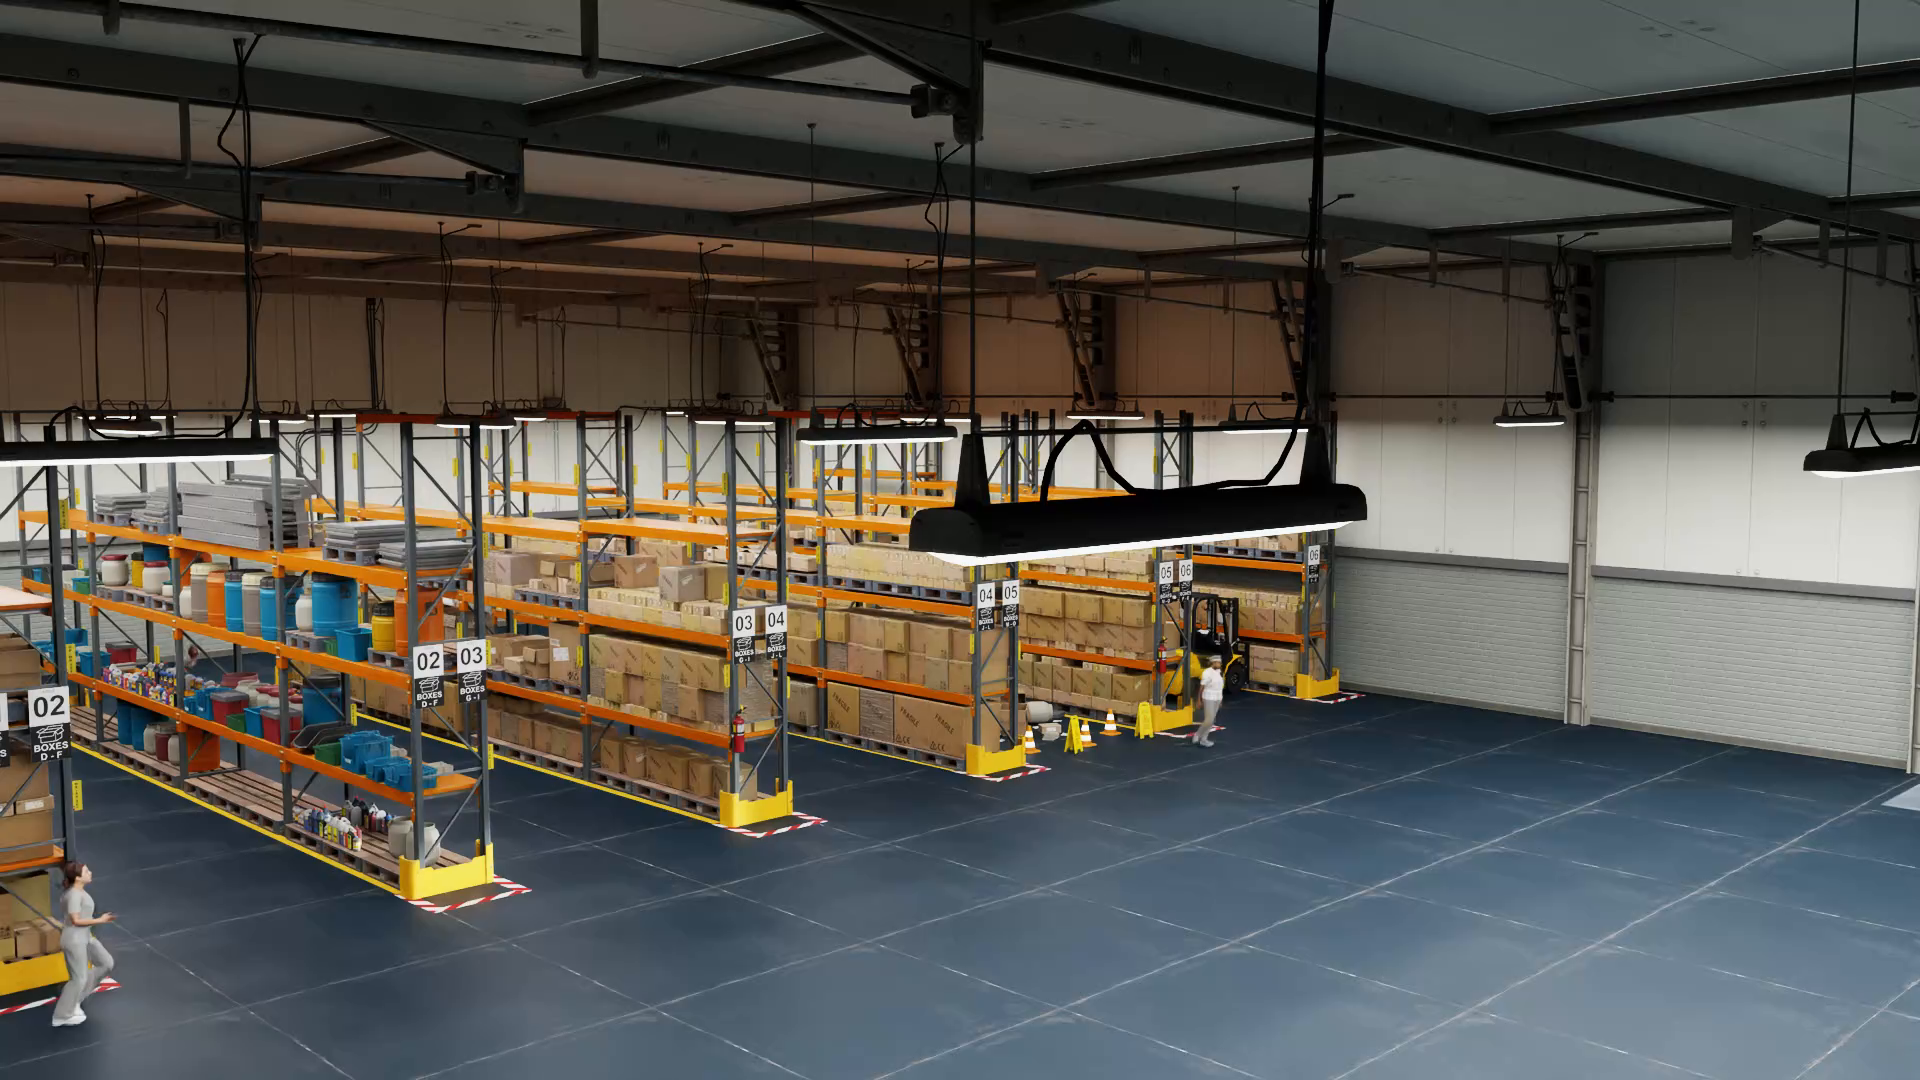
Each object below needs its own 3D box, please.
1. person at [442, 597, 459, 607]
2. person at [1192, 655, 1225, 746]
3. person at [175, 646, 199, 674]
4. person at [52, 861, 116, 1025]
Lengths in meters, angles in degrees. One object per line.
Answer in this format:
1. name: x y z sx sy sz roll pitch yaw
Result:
1. person: -12.649 1.892 40.933 0.667 1.750 0.926 -2 5 -23
2. person: 4.481 2.893 29.977 0.580 1.654 0.457 -5 7 -43
3. person: -15.545 2.777 33.402 0.827 1.312 0.619 1 5 12
4. person: -8.863 4.053 16.845 0.614 1.615 0.587 -1 5 -15
